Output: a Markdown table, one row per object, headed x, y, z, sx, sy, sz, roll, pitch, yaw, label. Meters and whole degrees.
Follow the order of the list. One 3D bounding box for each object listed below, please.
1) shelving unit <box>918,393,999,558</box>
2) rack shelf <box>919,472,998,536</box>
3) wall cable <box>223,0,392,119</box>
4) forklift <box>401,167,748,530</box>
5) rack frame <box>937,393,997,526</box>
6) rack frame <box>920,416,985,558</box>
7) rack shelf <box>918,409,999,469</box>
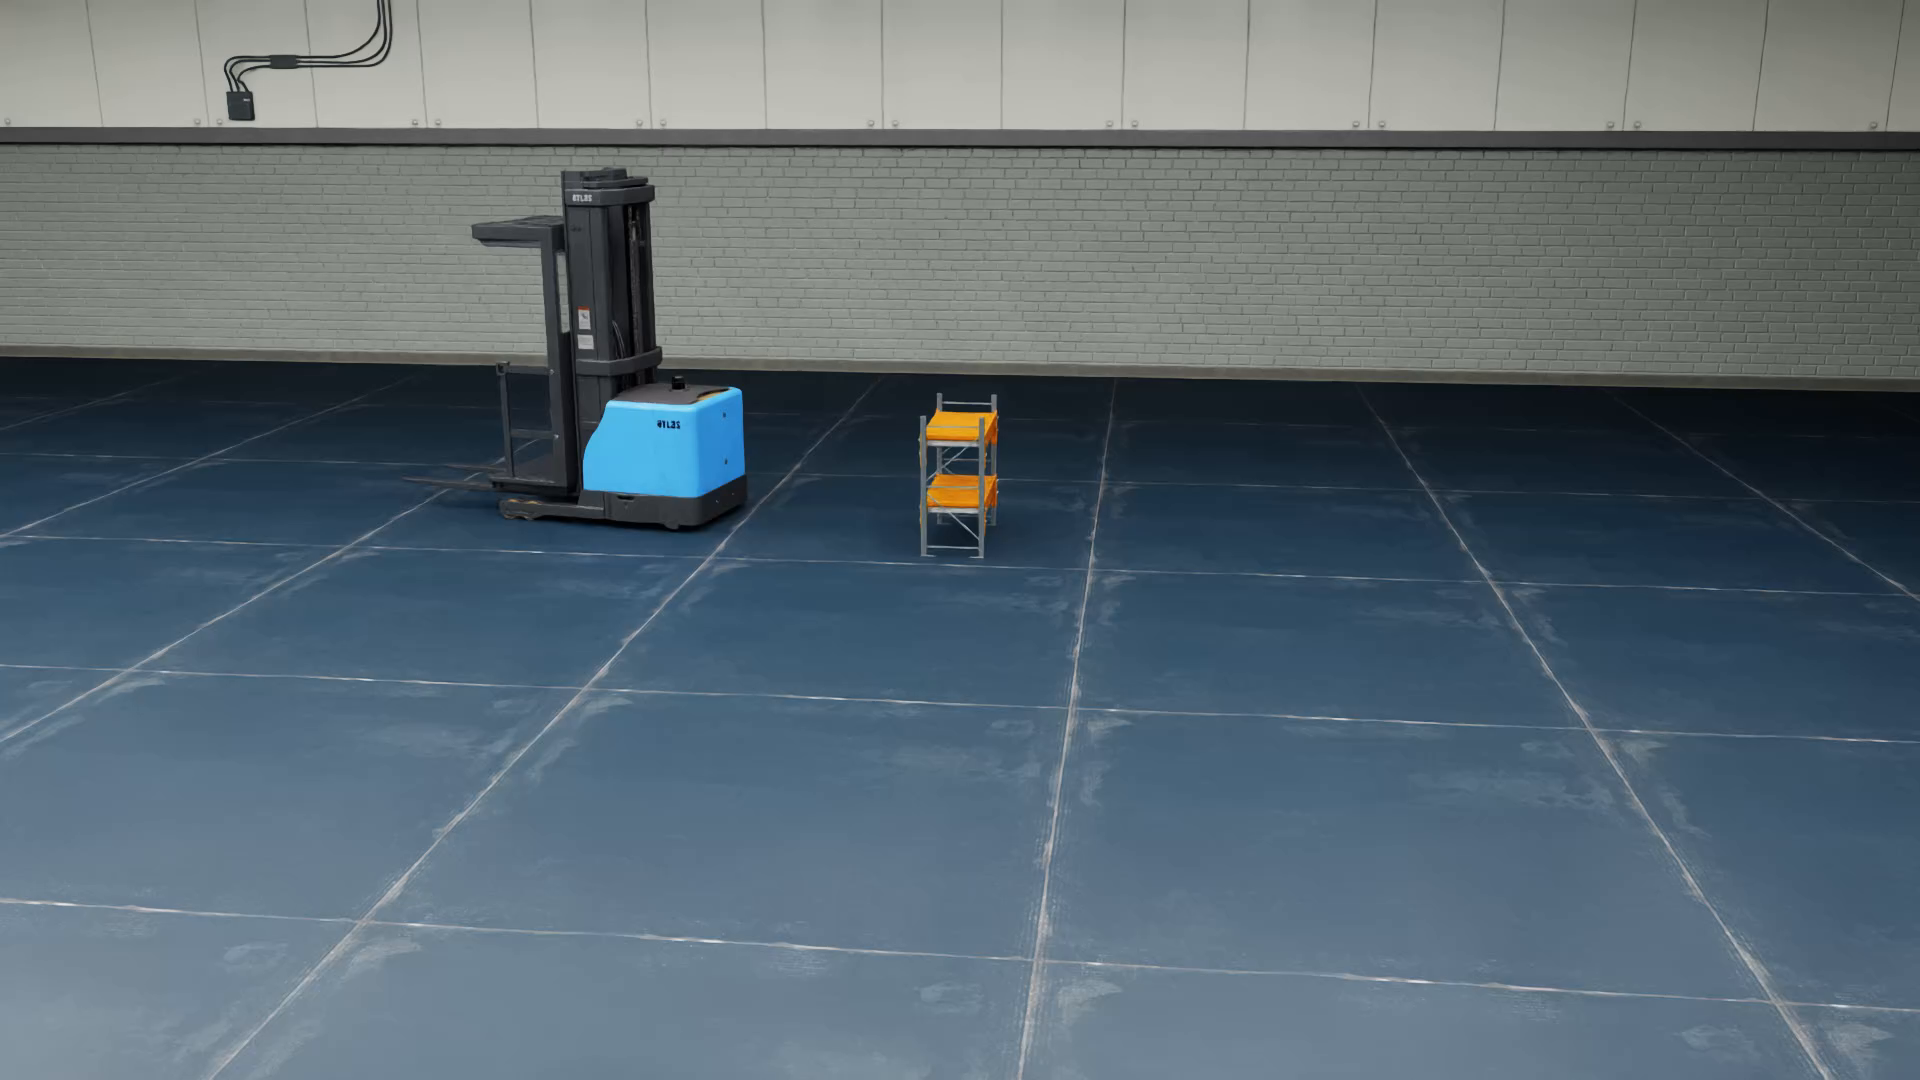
| x | y | z | sx | sy | sz | roll | pitch | yaw | label |
| --- | --- | --- | --- | --- | --- | --- | --- | --- | --- |
| -0.001 | -0.541 | 13.509 | 0.538 | 1.125 | 1.048 | 2 | 15 | 6 | shelving unit |
| -0.001 | -0.305 | 13.573 | 0.538 | 0.278 | 1.000 | 2 | 15 | 6 | rack shelf |
| -8.427 | -8.383 | 20.909 | 2.305 | 6.003 | 0.169 | 2 | 15 | 6 | wall cable |
| -3.452 | -1.708 | 14.365 | 3.031 | 2.935 | 1.130 | 5 | 16 | 17 | forklift |
| 0.057 | -0.673 | 13.996 | 0.500 | 1.125 | 0.032 | 2 | 15 | 6 | rack frame |
| -0.058 | -0.409 | 13.021 | 0.500 | 1.125 | 0.032 | 2 | 15 | 6 | rack frame |
| -0.001 | -0.824 | 13.432 | 0.538 | 0.278 | 1.000 | 2 | 15 | 6 | rack shelf |
